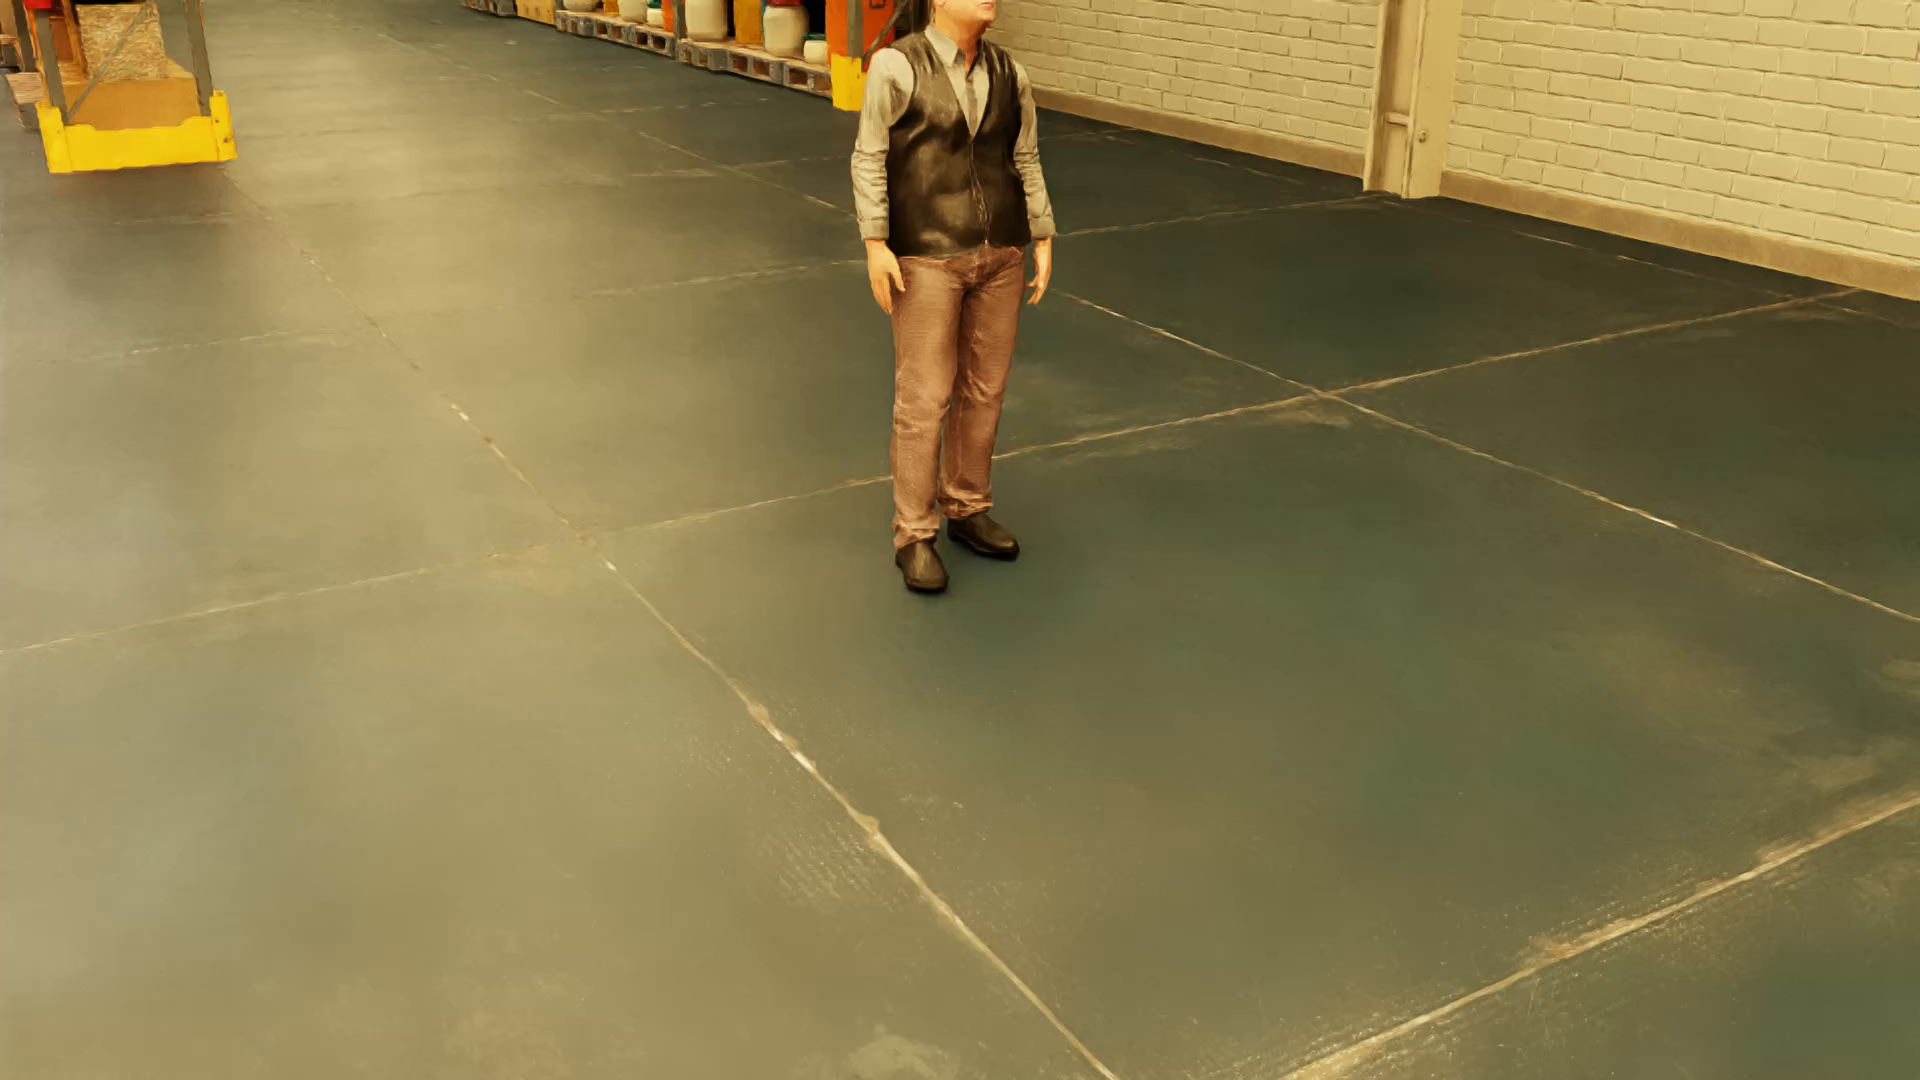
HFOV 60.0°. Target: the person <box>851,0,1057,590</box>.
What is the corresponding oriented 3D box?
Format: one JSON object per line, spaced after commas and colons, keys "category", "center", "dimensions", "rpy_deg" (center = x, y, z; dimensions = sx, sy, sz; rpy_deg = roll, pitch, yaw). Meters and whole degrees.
{"category": "person", "center": [0.024, -0.781, 4.751], "dimensions": [0.632, 1.720, 0.567], "rpy_deg": [-12, 25, -28]}
